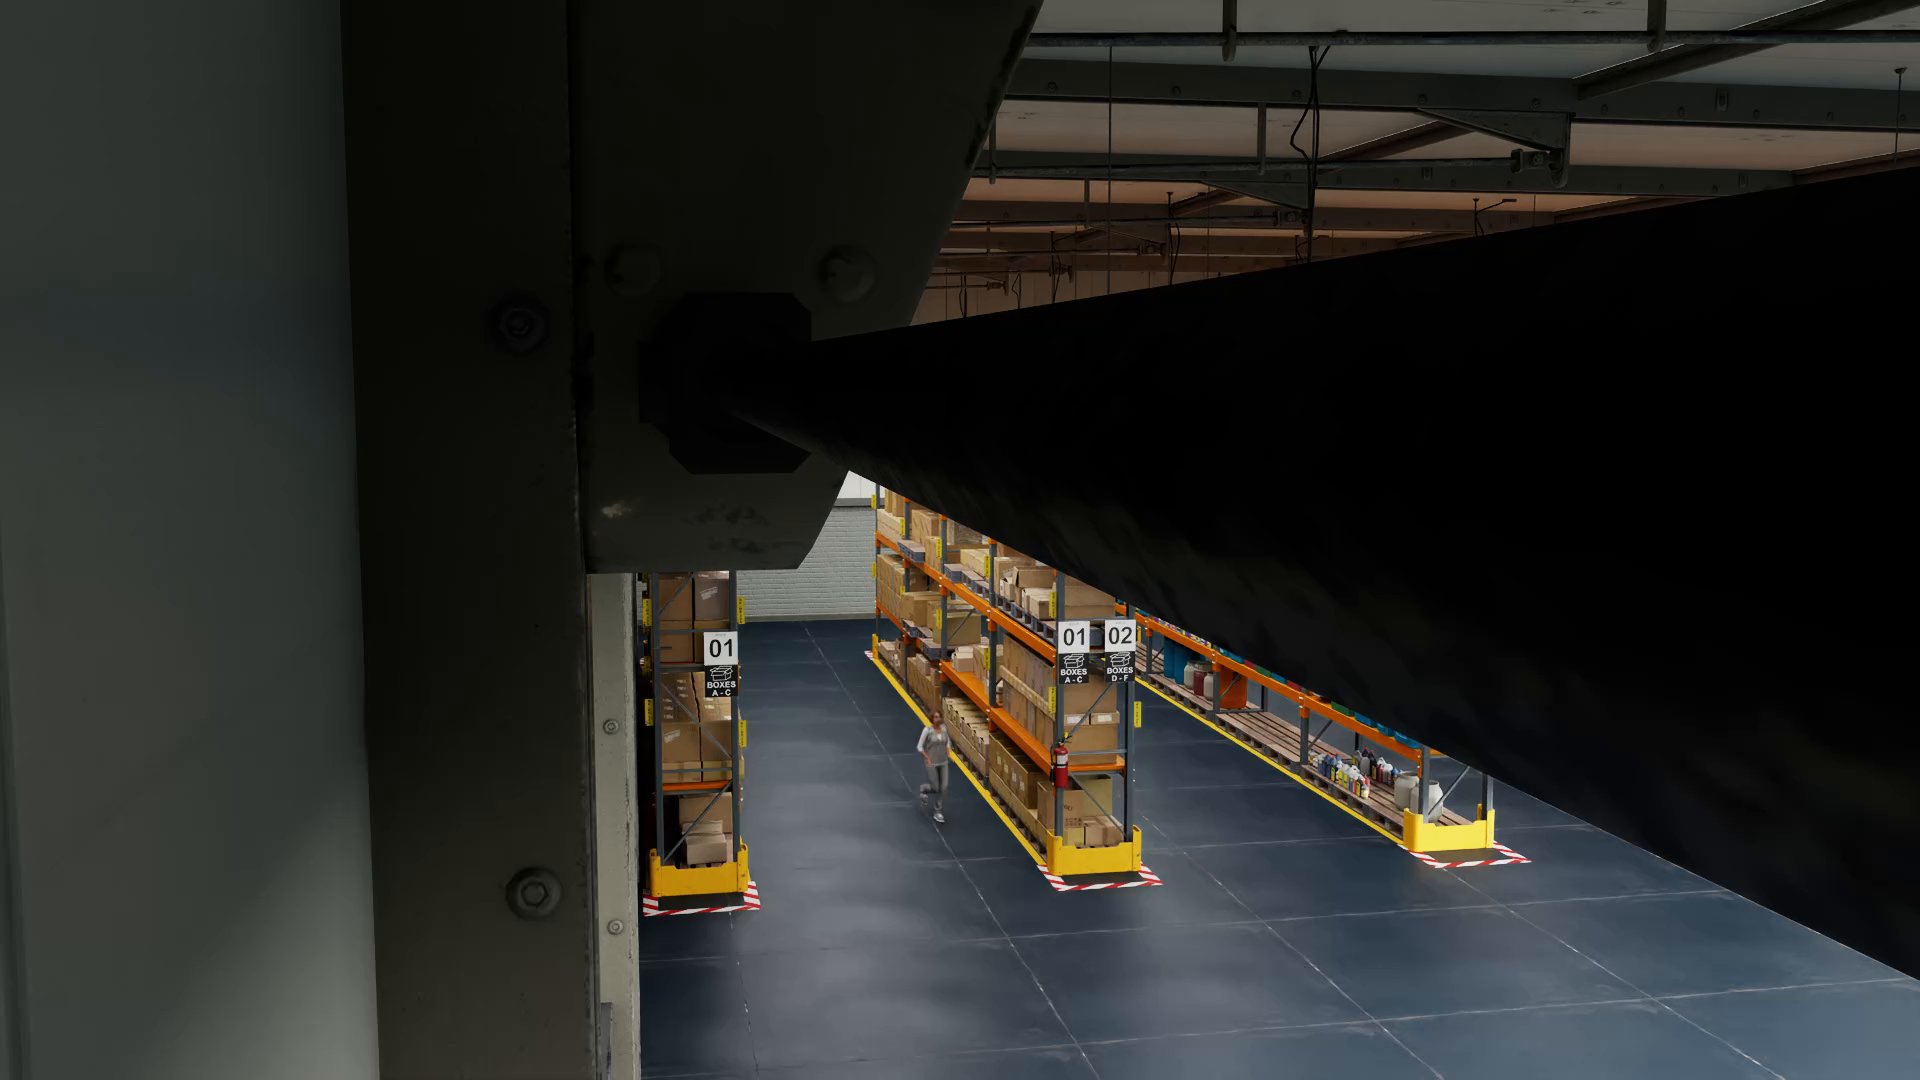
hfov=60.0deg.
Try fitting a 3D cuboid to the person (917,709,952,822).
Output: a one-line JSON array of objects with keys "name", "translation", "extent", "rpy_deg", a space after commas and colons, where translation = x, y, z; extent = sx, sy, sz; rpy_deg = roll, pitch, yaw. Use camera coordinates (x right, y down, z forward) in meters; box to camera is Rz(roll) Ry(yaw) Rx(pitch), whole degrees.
[{"name": "person", "translation": [-0.348, 3.162, 23.461], "extent": [0.536, 1.552, 0.651], "rpy_deg": [-3, 6, -24]}]
